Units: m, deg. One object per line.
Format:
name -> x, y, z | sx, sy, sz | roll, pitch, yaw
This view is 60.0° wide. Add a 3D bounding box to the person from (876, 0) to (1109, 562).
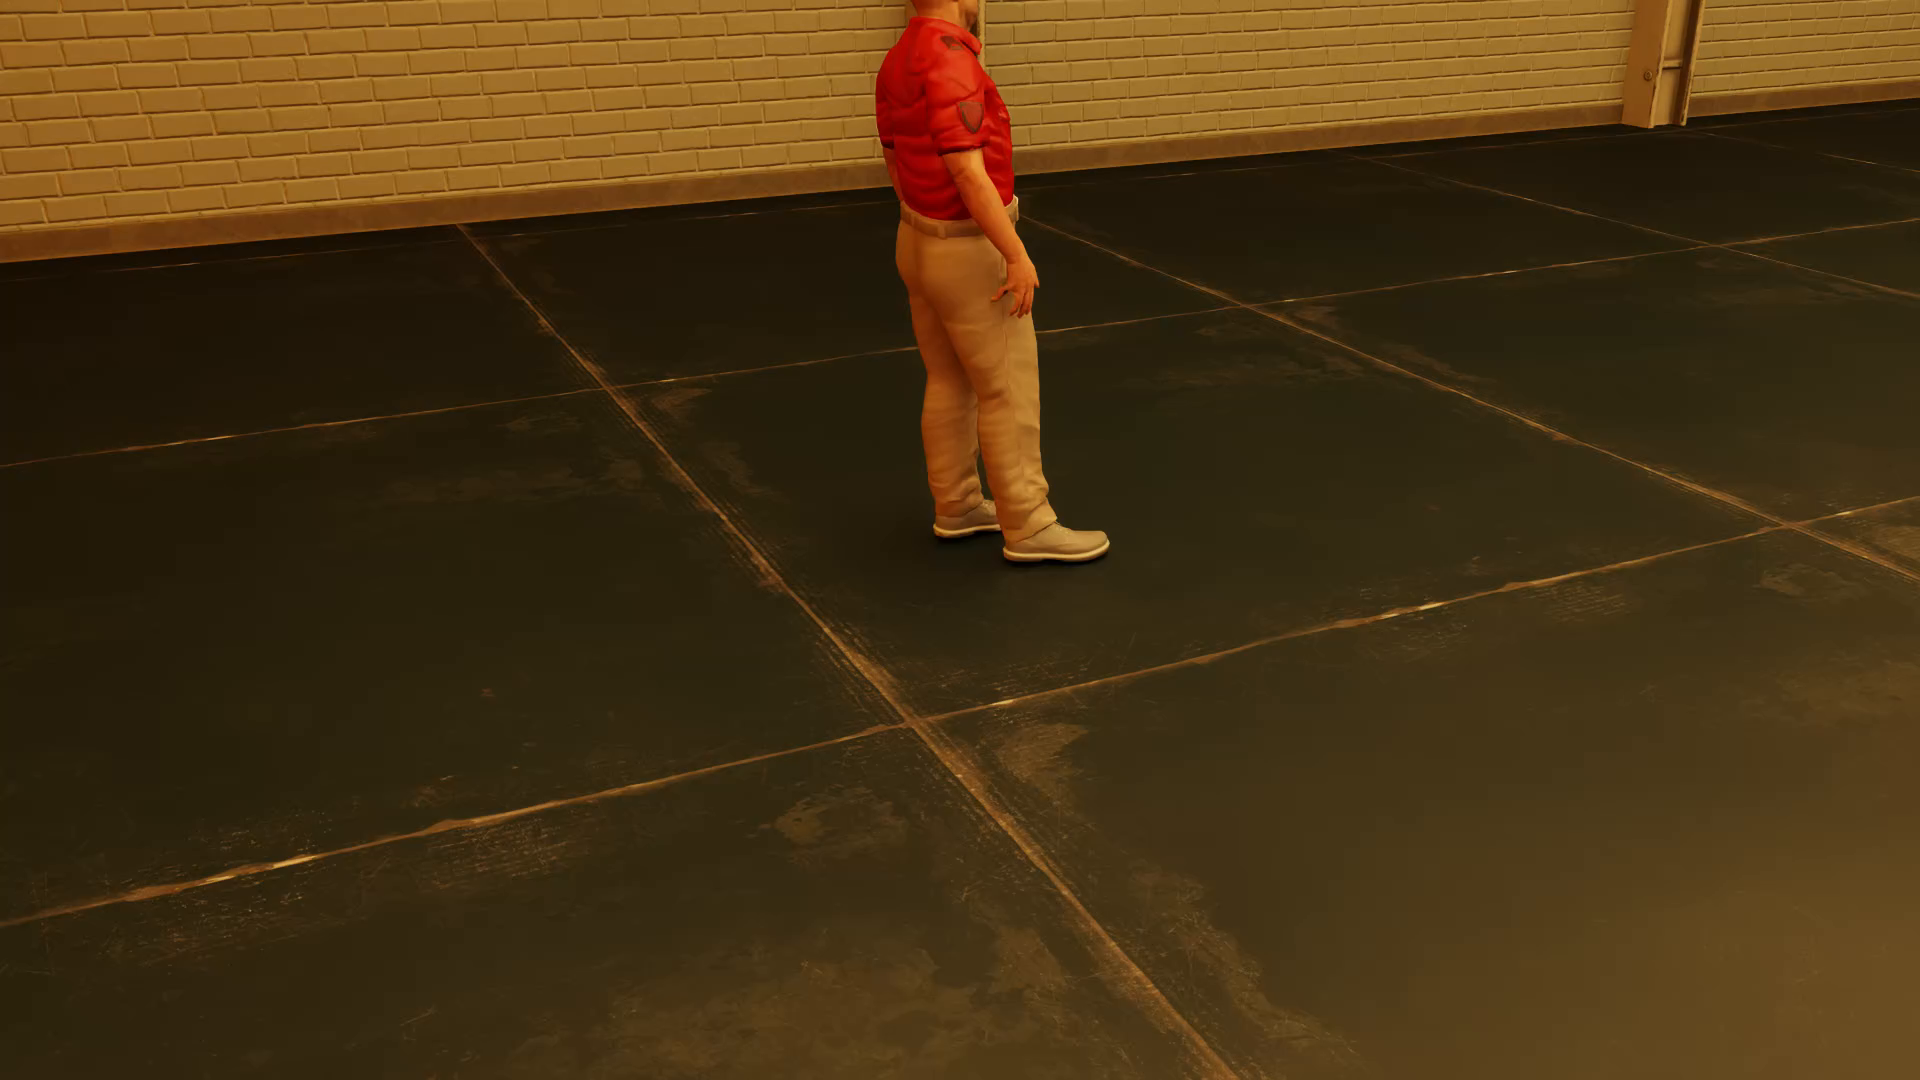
person -> 0.086, -0.815, 4.797 | 0.551, 1.727, 0.640 | -10, 25, -23
